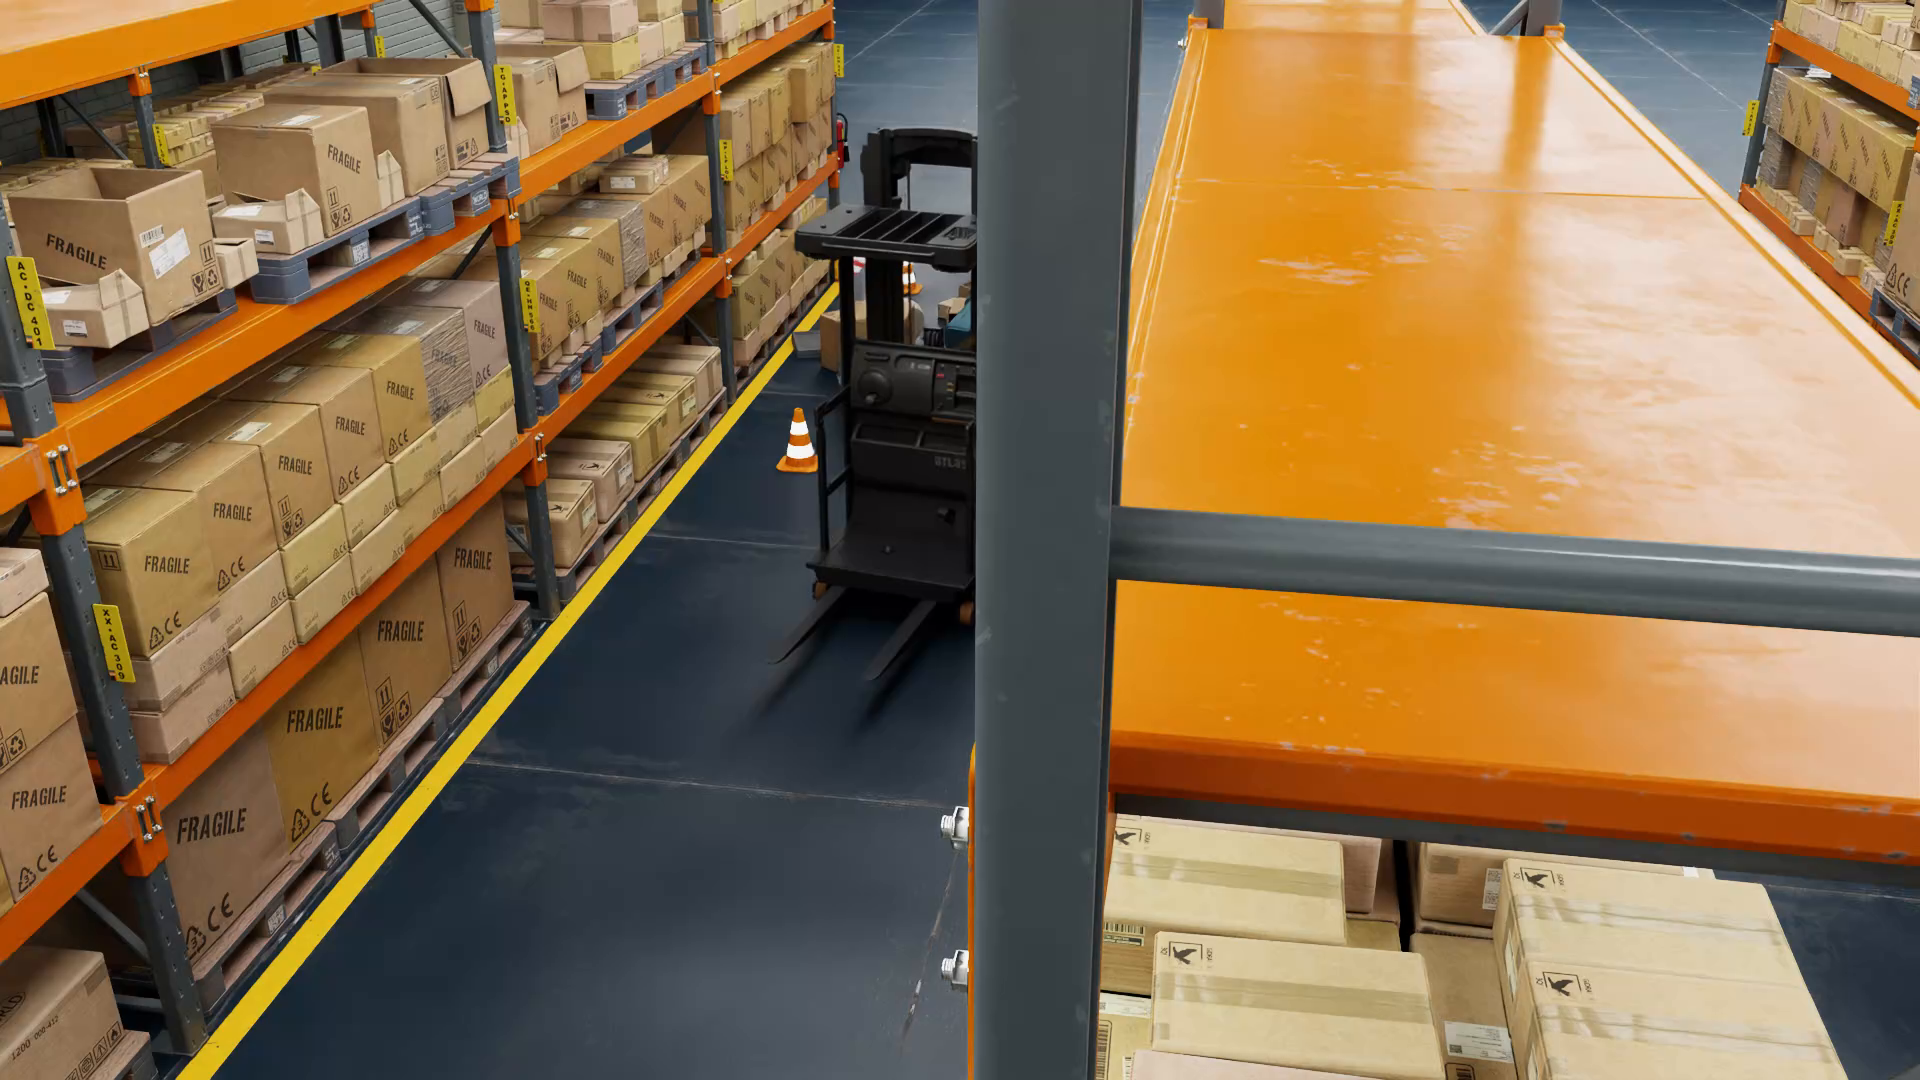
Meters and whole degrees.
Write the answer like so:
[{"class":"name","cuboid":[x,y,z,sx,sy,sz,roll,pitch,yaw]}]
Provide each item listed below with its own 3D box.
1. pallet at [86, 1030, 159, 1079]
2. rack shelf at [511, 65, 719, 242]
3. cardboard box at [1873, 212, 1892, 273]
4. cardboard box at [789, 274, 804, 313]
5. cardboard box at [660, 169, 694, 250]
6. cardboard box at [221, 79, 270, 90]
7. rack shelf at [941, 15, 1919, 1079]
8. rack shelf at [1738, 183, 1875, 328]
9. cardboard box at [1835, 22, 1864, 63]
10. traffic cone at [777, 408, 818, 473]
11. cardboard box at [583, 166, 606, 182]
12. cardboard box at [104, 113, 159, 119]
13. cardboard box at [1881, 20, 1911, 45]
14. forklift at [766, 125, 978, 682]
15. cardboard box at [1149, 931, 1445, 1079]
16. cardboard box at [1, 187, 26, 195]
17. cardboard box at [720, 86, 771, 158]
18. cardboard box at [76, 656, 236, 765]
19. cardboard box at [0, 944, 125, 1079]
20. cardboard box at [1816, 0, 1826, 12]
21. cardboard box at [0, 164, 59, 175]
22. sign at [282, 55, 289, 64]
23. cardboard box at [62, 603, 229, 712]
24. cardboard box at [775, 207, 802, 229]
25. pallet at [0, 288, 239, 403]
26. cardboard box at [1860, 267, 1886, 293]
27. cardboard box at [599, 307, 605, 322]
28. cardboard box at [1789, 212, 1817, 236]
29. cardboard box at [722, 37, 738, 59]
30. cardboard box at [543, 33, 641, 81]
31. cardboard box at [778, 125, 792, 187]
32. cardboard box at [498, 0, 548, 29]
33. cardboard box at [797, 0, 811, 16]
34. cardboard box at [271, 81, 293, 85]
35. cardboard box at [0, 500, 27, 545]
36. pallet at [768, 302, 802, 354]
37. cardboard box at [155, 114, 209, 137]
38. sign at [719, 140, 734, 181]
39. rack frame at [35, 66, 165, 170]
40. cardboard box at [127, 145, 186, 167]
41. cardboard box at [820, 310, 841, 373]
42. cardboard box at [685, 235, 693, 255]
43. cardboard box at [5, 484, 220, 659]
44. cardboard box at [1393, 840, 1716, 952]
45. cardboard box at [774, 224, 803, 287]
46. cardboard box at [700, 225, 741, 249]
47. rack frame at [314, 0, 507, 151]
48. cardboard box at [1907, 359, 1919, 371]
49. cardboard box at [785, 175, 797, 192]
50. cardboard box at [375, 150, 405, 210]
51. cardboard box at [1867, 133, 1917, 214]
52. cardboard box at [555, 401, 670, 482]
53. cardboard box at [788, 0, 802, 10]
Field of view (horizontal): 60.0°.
[{"class":"pallet","cuboid":[-3.935,2.356,6.467,1.003,0.211,1.213,4,25,9]},{"class":"rack shelf","cuboid":[-2.753,-2.762,11.422,1.077,0.370,4.000,4,25,9]},{"class":"cardboard box","cuboid":[7.485,-2.243,12.534,0.875,0.500,0.500,4,25,9]},{"class":"cardboard box","cuboid":[-1.812,-2.391,16.068,0.500,0.250,0.500,3,25,7]},{"class":"cardboard box","cuboid":[-2.355,-2.519,12.629,0.500,0.500,0.500,4,25,9]},{"class":"cardboard box","cuboid":[-7.114,-4.496,16.582,0.380,0.149,0.250,5,26,10]},{"class":"rack shelf","cuboid":[0.840,-0.472,2.996,1.077,0.370,4.000,4,25,9]},{"class":"rack shelf","cuboid":[7.677,-2.389,14.165,1.077,0.370,4.000,4,25,9]},{"class":"cardboard box","cuboid":[7.427,-4.018,13.433,0.500,0.250,0.500,5,26,10]},{"class":"traffic cone","cuboid":[-1.248,-0.801,12.915,0.336,0.463,0.334,4,25,9]},{"class":"cardboard box","cuboid":[-2.867,-2.550,12.695,0.500,0.500,0.500,4,25,9]},{"class":"cardboard box","cuboid":[-7.458,-3.750,14.988,0.380,0.149,0.250,4,25,8]},{"class":"cardboard box","cuboid":[7.228,-3.839,12.582,0.380,0.149,0.250,3,25,7]},{"class":"forklift","cuboid":[-0.320,-0.972,10.369,1.130,2.935,3.031,8,26,17]},{"class":"cardboard box","cuboid":[0.455,0.694,2.309,0.380,0.149,0.250,3,25,7]},{"class":"cardboard box","cuboid":[-7.294,-2.656,13.003,0.380,0.149,0.250,3,25,7]},{"class":"cardboard box","cuboid":[-2.035,-3.579,14.210,0.700,0.500,0.500,4,25,9]},{"class":"cardboard box","cuboid":[-3.401,0.683,6.930,0.500,0.250,0.500,3,25,7]},{"class":"cardboard box","cuboid":[-3.942,2.006,6.453,0.875,0.438,0.875,4,25,8]},{"class":"cardboard box","cuboid":[7.559,-4.599,14.205,0.380,0.149,0.250,5,26,11]},{"class":"cardboard box","cuboid":[-7.688,-3.006,13.751,0.380,0.149,0.250,3,25,7]},{"class":"sign","cuboid":[-7.217,-5.049,17.885,0.100,0.325,0.005,4,25,9]},{"class":"cardboard box","cuboid":[-3.383,0.458,6.821,0.500,0.250,0.500,3,25,7]},{"class":"cardboard box","cuboid":[-1.729,-3.090,15.912,0.380,0.149,0.250,5,26,11]},{"class":"pallet","cuboid":[-3.632,-0.878,6.775,0.805,0.209,1.217,3,25,6]},{"class":"cardboard box","cuboid":[7.146,-1.979,12.736,0.380,0.149,0.250,4,25,9]},{"class":"cardboard box","cuboid":[-2.646,-1.539,11.300,0.380,0.149,0.250,6,26,12]},{"class":"cardboard box","cuboid":[7.382,-2.714,14.307,0.380,0.149,0.250,4,25,9]},{"class":"cardboard box","cuboid":[-2.033,-4.029,13.577,0.380,0.149,0.250,4,25,9]},{"class":"cardboard box","cuboid":[-2.551,-3.367,11.549,0.500,0.250,0.500,4,25,9]},{"class":"cardboard box","cuboid":[-1.862,-3.543,15.313,0.500,0.500,0.500,4,25,9]},{"class":"cardboard box","cuboid":[-2.989,-3.847,11.983,0.500,0.250,0.500,3,25,7]},{"class":"cardboard box","cuboid":[-1.640,-5.099,15.864,0.380,0.149,0.250,5,26,10]},{"class":"cardboard box","cuboid":[-6.593,-4.458,16.501,0.380,0.149,0.250,5,25,10]},{"class":"cardboard box","cuboid":[-3.908,0.078,6.747,0.500,0.500,0.500,5,26,10]},{"class":"pallet","cuboid":[-2.154,-2.097,15.982,1.003,0.211,1.213,4,25,9]},{"class":"cardboard box","cuboid":[-6.993,-3.717,14.919,0.380,0.149,0.250,4,25,8]},{"class":"sign","cuboid":[-1.878,-3.053,13.368,0.100,0.325,0.005,4,25,9]},{"class":"rack frame","cuboid":[-7.324,-2.908,14.423,1.000,3.000,0.127,4,25,9]},{"class":"cardboard box","cuboid":[-7.012,-3.362,14.511,0.380,0.149,0.250,4,25,8]},{"class":"cardboard box","cuboid":[-0.909,-1.788,14.977,0.500,0.500,0.500,-20,32,-36]},{"class":"cardboard box","cuboid":[-2.298,-2.298,12.923,0.380,0.149,0.250,3,25,7]},{"class":"cardboard box","cuboid":[-3.378,0.118,6.661,0.500,0.500,0.500,4,25,9]},{"class":"cardboard box","cuboid":[1.019,0.643,2.887,0.500,0.250,0.500,4,25,9]},{"class":"cardboard box","cuboid":[-1.817,-2.740,15.930,0.500,0.500,0.500,3,25,7]},{"class":"cardboard box","cuboid":[-2.058,-2.561,13.979,0.380,0.149,0.250,4,25,8]},{"class":"rack frame","cuboid":[-3.080,-3.609,8.846,1.000,3.000,0.127,4,25,9]},{"class":"cardboard box","cuboid":[7.455,-1.101,13.018,0.500,0.500,0.500,3,25,7]},{"class":"cardboard box","cuboid":[-1.763,-3.413,15.800,0.380,0.149,0.250,4,25,8]},{"class":"cardboard box","cuboid":[-2.960,-1.780,8.139,0.396,0.266,0.258,3,25,7]},{"class":"cardboard box","cuboid":[7.153,-2.719,12.372,0.500,0.500,0.500,4,25,9]},{"class":"cardboard box","cuboid":[-2.736,-0.754,12.427,0.950,0.372,0.625,5,26,10]},{"class":"cardboard box","cuboid":[-1.754,-5.003,15.188,0.500,0.250,0.500,5,25,10]}]
